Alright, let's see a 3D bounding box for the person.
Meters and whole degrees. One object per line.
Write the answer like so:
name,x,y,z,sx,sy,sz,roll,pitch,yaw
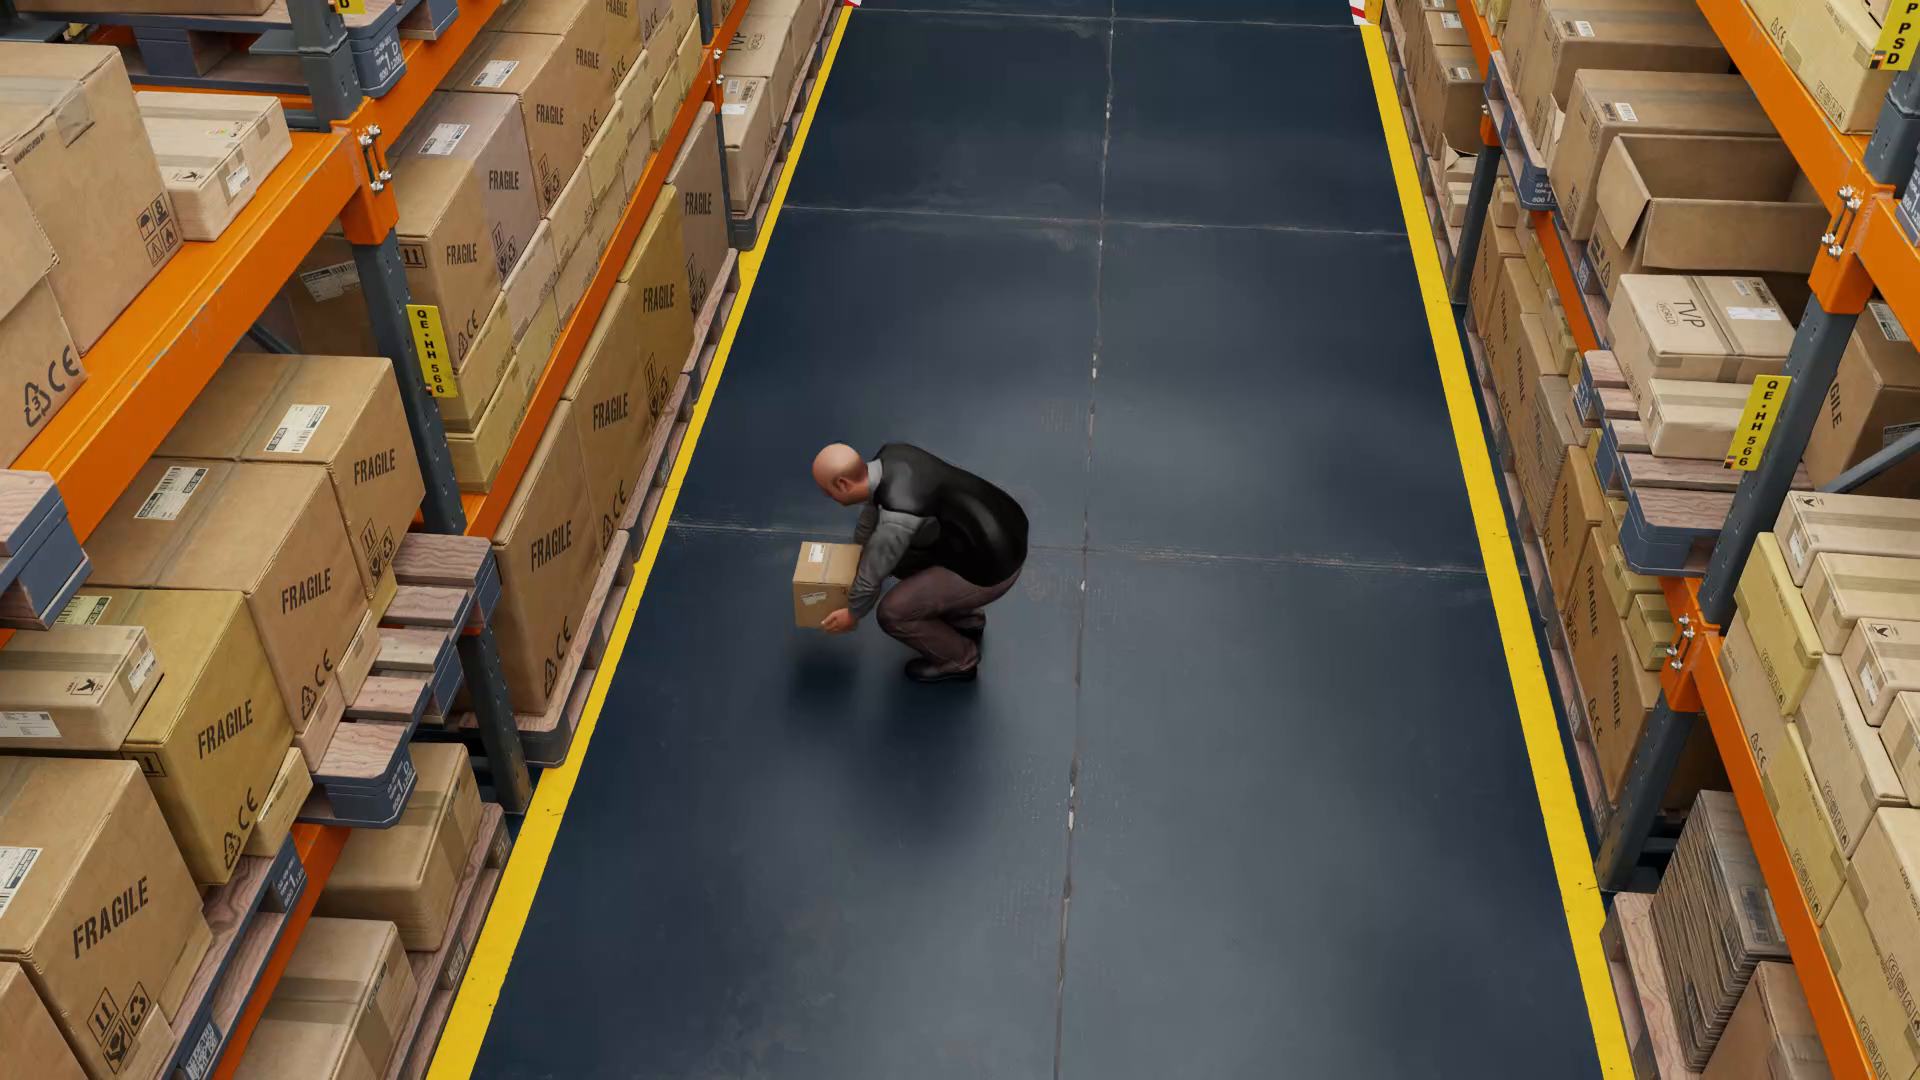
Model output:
person,-0.149,0.071,6.593,0.830,1.082,0.556,3,40,4
